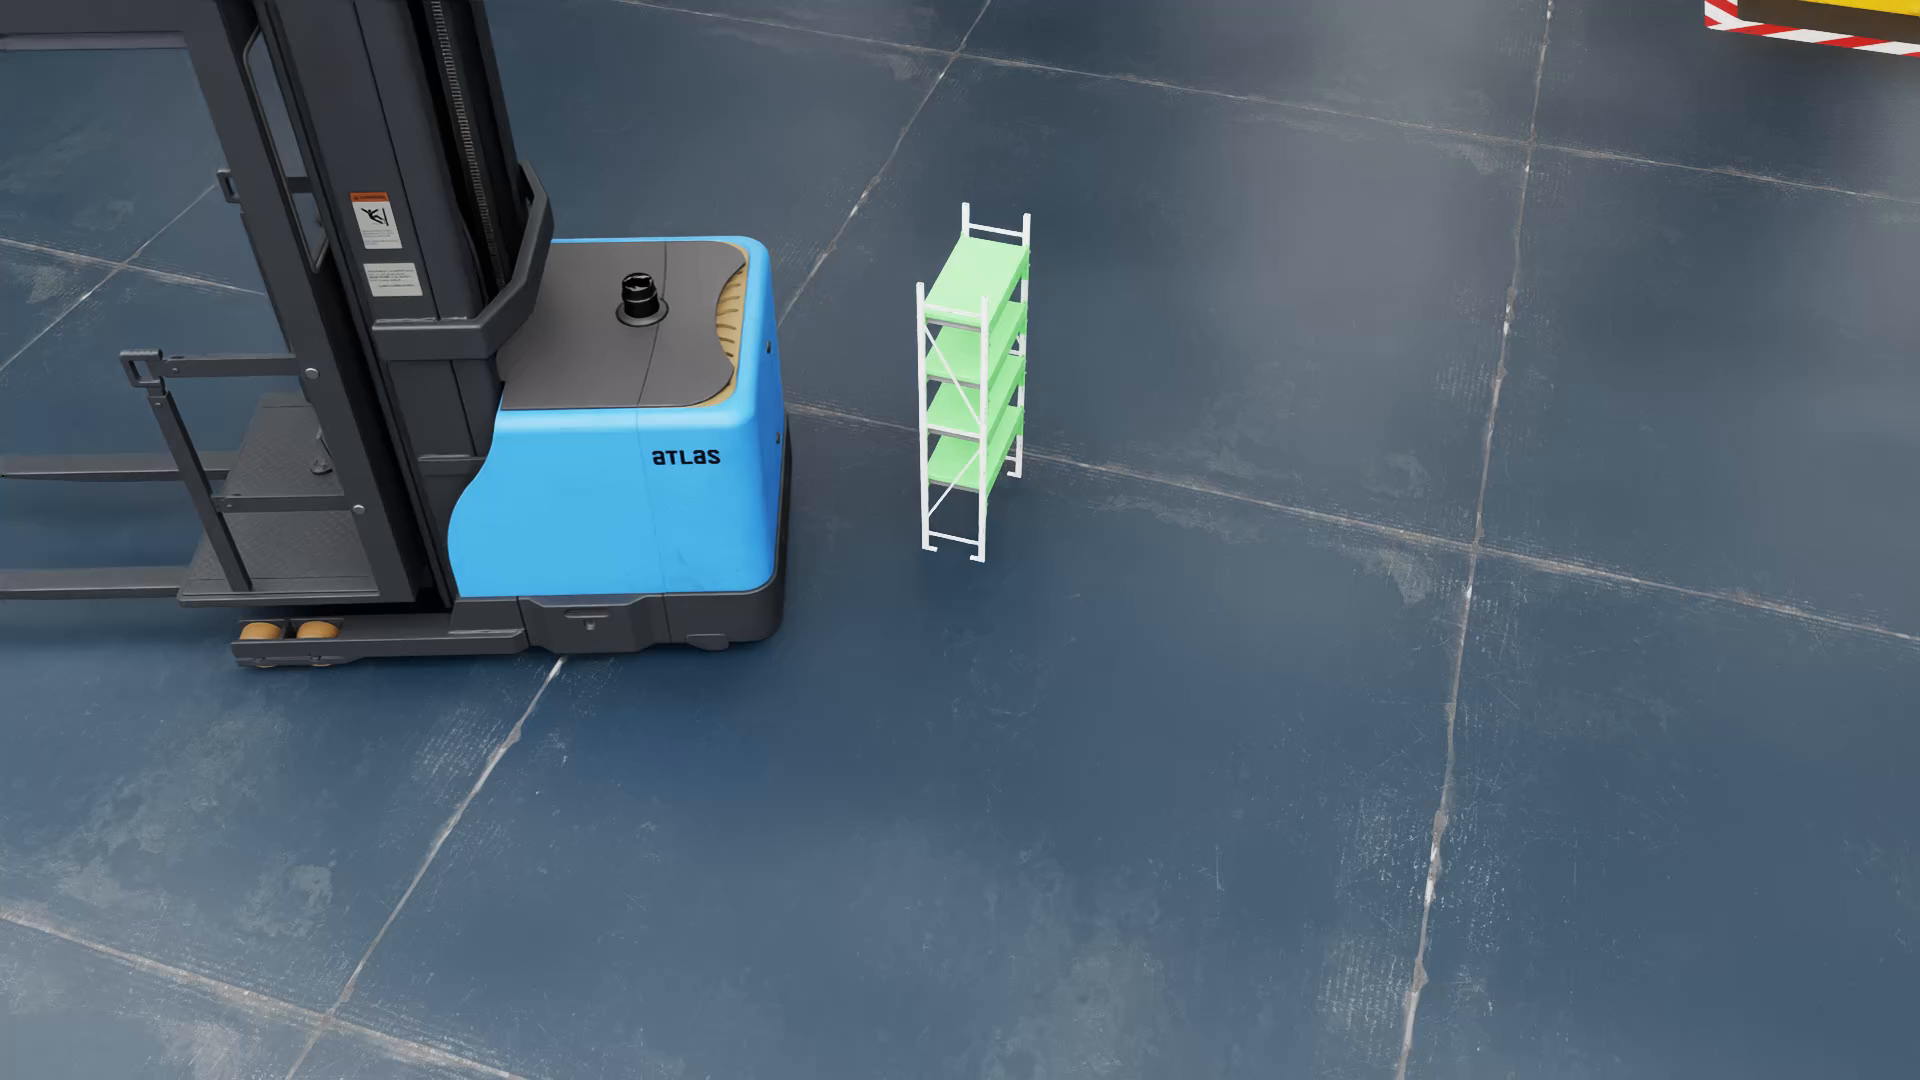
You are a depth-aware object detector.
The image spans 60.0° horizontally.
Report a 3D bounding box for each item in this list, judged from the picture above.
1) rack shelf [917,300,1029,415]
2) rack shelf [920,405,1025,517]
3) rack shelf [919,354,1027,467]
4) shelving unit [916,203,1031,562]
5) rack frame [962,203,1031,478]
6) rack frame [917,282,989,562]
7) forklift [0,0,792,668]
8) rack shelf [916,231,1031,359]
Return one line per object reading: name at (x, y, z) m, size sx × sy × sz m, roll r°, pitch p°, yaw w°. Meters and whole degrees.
rack shelf at (0.050, -0.665, 5.820) m, size 0.258 × 0.148 × 0.480 m, roll 13°, pitch 46°, yaw 12°
rack shelf at (0.050, -0.322, 6.156) m, size 0.258 × 0.148 × 0.480 m, roll 13°, pitch 46°, yaw 12°
rack shelf at (0.050, -0.494, 5.988) m, size 0.258 × 0.148 × 0.480 m, roll 13°, pitch 46°, yaw 12°
shelving unit at (0.050, -0.539, 5.943) m, size 0.258 × 1.200 × 0.503 m, roll 13°, pitch 46°, yaw 12°
rack frame at (0.124, -0.702, 6.109) m, size 0.240 × 1.200 × 0.015 m, roll 13°, pitch 46°, yaw 12°
rack frame at (-0.024, -0.377, 5.777) m, size 0.240 × 1.200 × 0.015 m, roll 13°, pitch 46°, yaw 12°
forklift at (-2.153, -0.980, 5.156) m, size 3.031 × 2.935 × 1.130 m, roll -1°, pitch 44°, yaw -1°
rack shelf at (0.050, -0.837, 5.652) m, size 0.258 × 0.148 × 0.480 m, roll 13°, pitch 46°, yaw 12°
